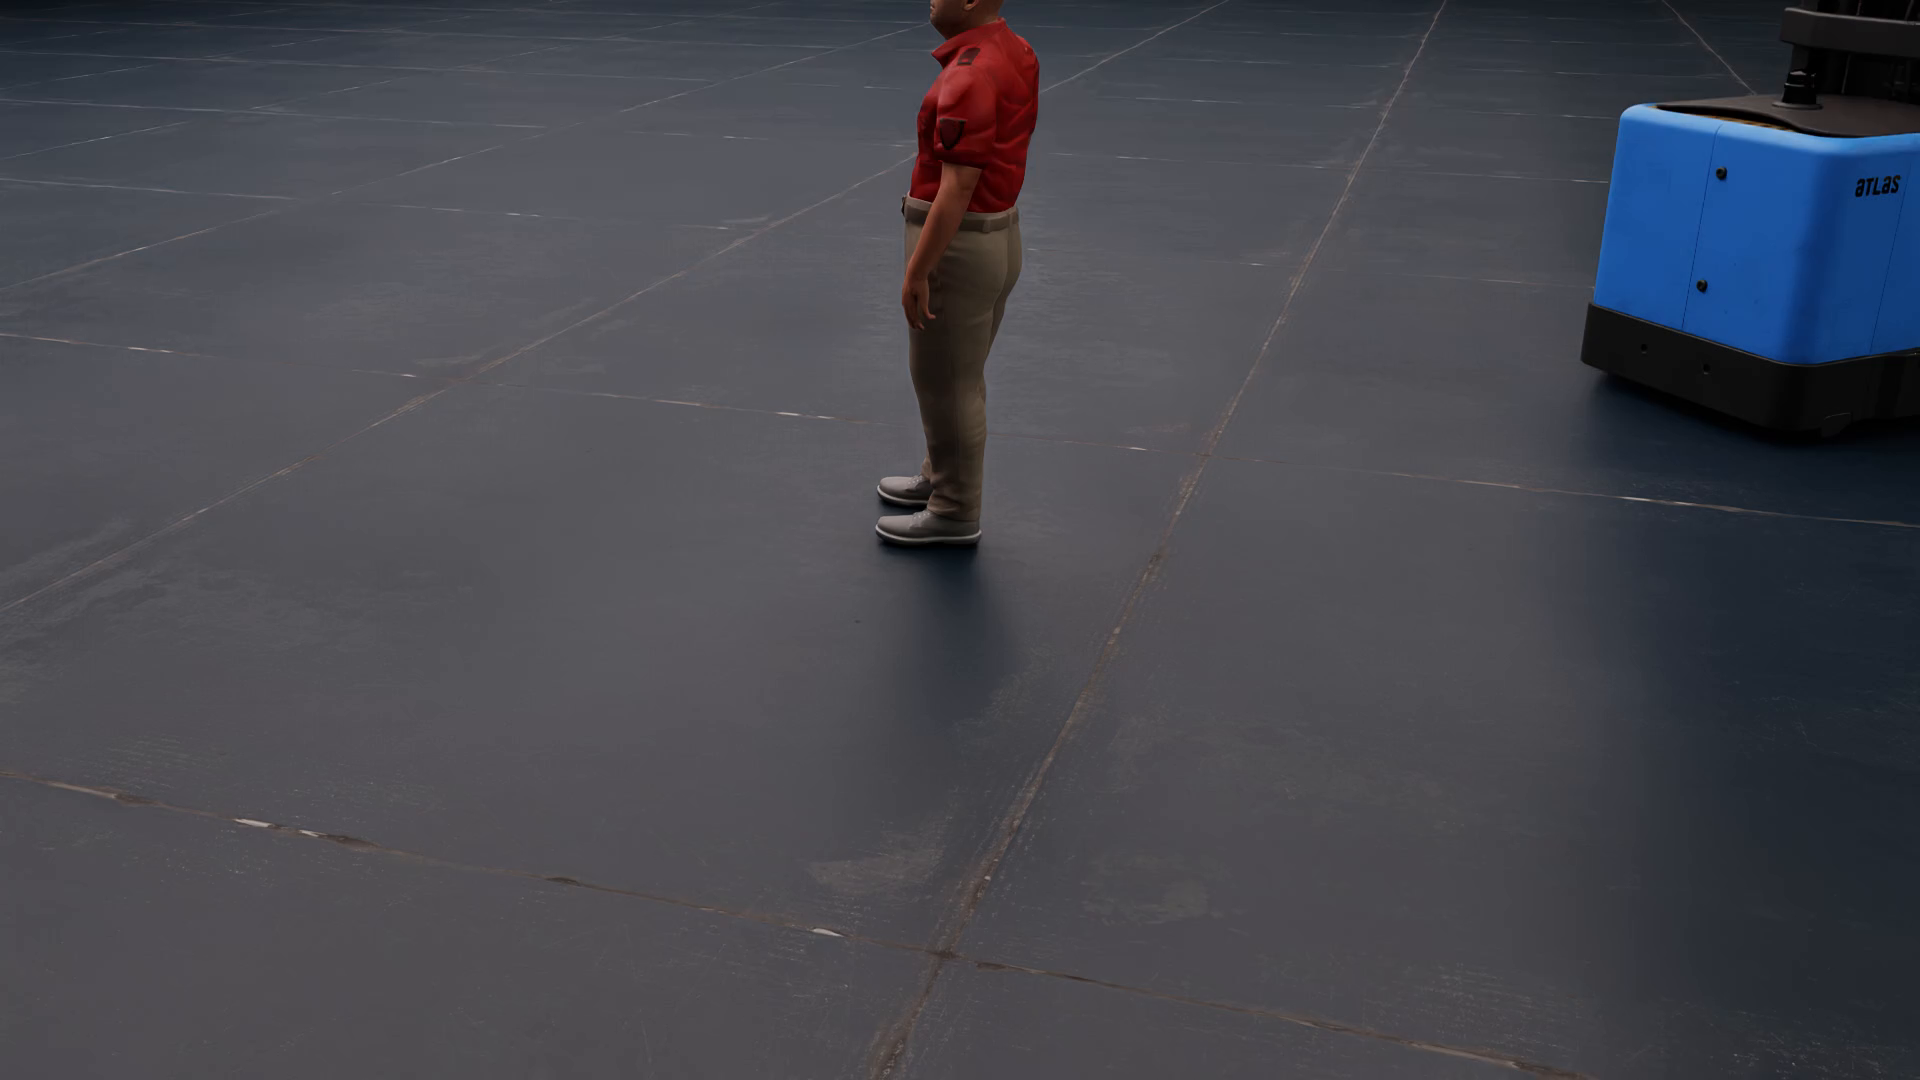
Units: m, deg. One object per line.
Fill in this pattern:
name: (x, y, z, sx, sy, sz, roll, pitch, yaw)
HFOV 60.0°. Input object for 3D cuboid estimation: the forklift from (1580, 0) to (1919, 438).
forklift: (4.052, -2.077, 6.312, 3.031, 2.935, 1.130, -10, 24, -22)

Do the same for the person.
person: (-0.082, -0.821, 4.823, 0.550, 1.727, 0.641, 7, 23, 16)
